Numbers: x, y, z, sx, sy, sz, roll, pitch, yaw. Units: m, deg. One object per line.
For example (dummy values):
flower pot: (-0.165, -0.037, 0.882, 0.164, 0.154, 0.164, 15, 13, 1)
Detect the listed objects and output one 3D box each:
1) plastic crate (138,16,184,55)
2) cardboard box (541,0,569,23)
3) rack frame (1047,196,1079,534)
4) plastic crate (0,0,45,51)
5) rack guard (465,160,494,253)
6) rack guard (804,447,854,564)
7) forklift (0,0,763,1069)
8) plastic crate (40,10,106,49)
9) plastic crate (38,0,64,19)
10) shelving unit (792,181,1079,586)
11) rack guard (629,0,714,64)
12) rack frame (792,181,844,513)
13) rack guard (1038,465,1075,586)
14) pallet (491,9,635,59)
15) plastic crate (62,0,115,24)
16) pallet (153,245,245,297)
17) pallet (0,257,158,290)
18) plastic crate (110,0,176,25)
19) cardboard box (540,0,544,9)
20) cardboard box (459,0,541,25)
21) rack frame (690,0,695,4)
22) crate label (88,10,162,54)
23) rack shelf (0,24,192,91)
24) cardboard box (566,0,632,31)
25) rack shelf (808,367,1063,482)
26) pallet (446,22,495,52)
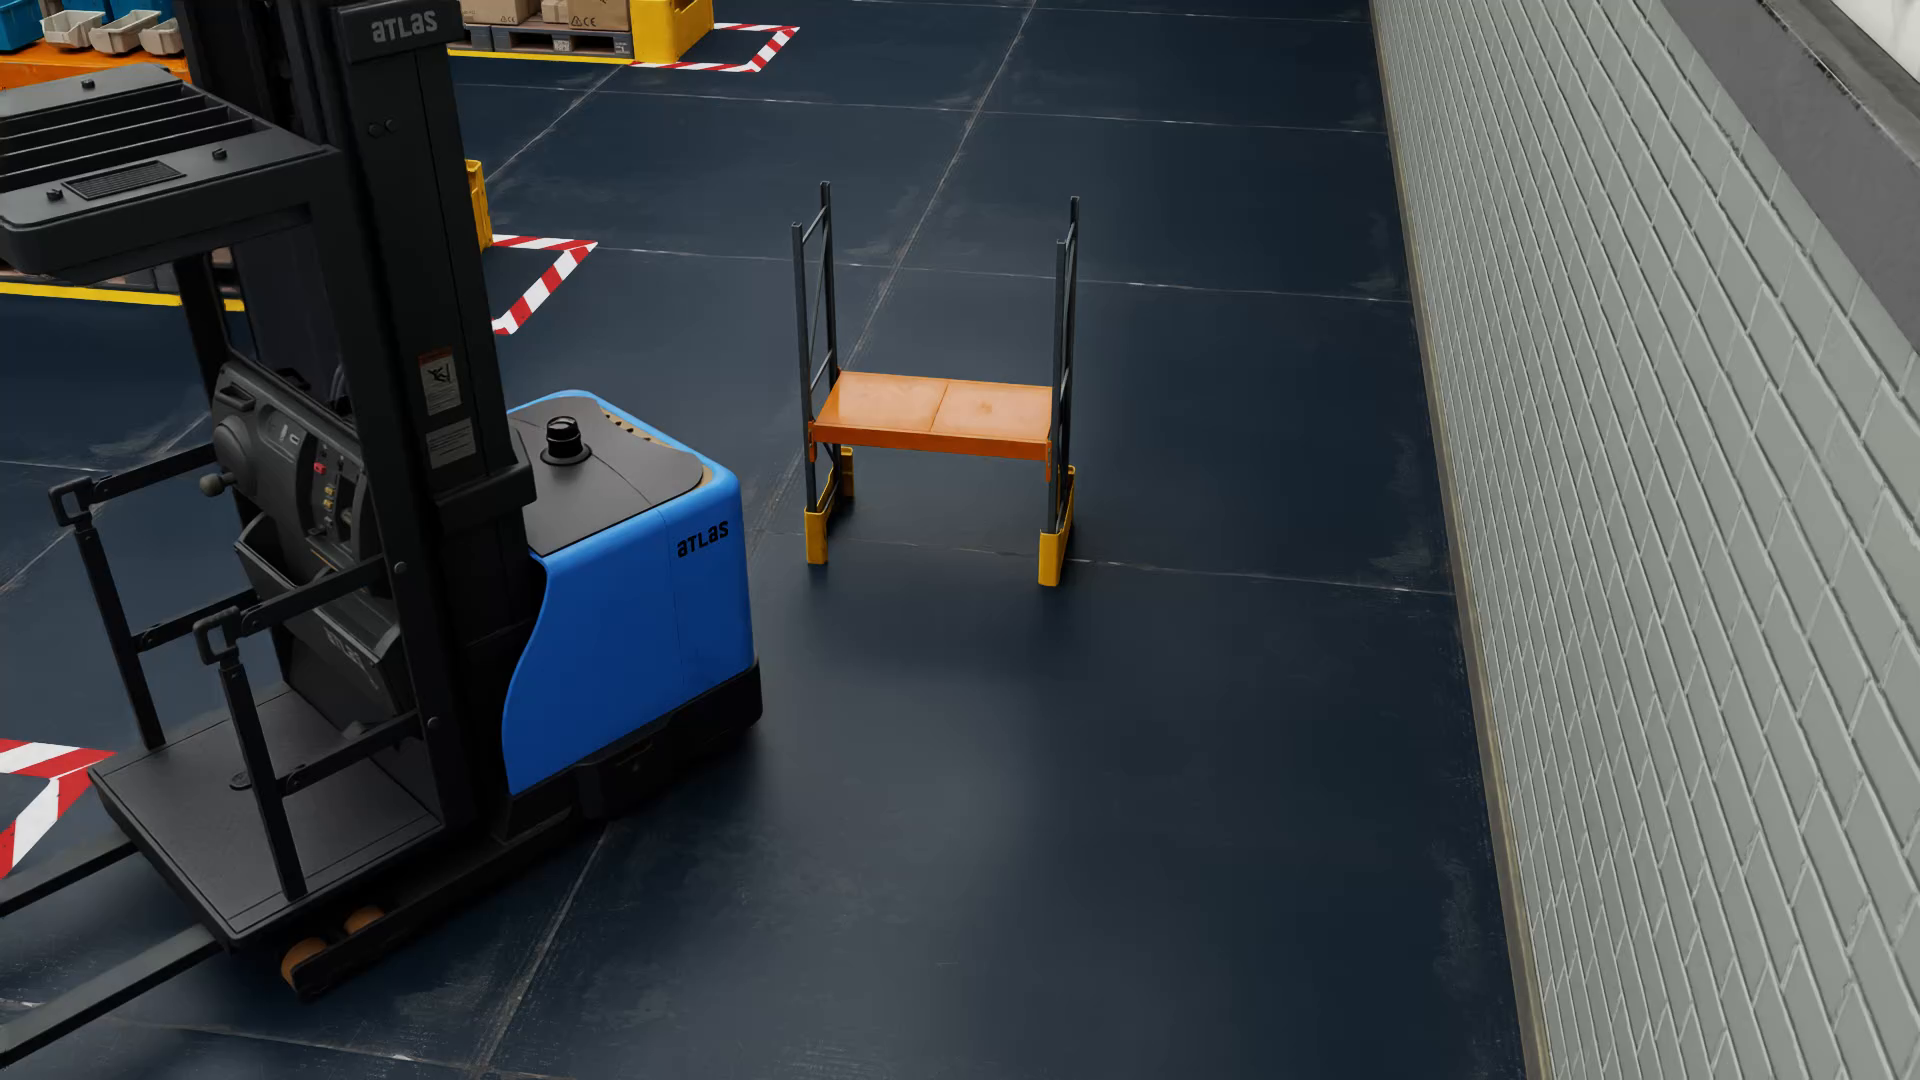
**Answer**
plastic crate: (-4.247, -2.739, 8.991, 0.243, 0.136, 0.396, 5, 32, 8)
cardboard box: (-3.254, -4.393, 13.697, 0.250, 0.166, 0.380, 5, 32, 8)
rack frame: (0.417, -0.598, 6.792, 0.032, 1.500, 0.500, 5, 32, 8)
plastic crate: (-5.197, -2.818, 9.026, 0.300, 0.233, 0.416, 5, 32, 8)
rack guard: (-3.104, -1.759, 9.589, 0.348, 0.500, 1.175, 5, 32, 8)
rack guard: (-0.566, -0.157, 7.266, 0.087, 0.250, 0.587, 5, 32, 8)
forklift: (-2.120, -0.175, 4.768, 1.130, 2.935, 3.031, 28, 41, 37)
plastic crate: (-4.821, -2.768, 9.037, 0.250, 0.136, 0.298, 5, 32, 8)
plastic crate: (-5.305, -3.087, 9.546, 0.466, 0.136, 0.293, 5, 32, 8)
shelving unit: (-0.075, -0.643, 6.863, 1.083, 1.500, 0.587, 5, 32, 8)
rack guard: (-2.367, -4.352, 13.731, 0.348, 0.500, 1.175, 5, 32, 8)
rack frame: (-0.585, -0.689, 6.937, 0.032, 1.500, 0.500, 5, 32, 8)
rack guard: (0.416, -0.068, 7.124, 0.087, 0.250, 0.587, 5, 32, 8)
pallet: (-3.153, -4.300, 13.921, 1.213, 0.211, 1.003, 5, 32, 8)
plastic crate: (-4.911, -3.107, 9.488, 0.300, 0.233, 0.416, 5, 32, 8)
pallet: (-3.936, -1.726, 9.809, 1.213, 0.211, 1.003, 5, 32, 8)
pallet: (-5.135, -1.836, 9.984, 1.213, 0.211, 1.003, 5, 32, 8)
plastic crate: (-4.615, -3.080, 9.445, 0.300, 0.233, 0.416, 5, 32, 8)
cardboard box: (-3.274, -4.667, 14.056, 0.500, 0.250, 0.500, 5, 32, 8)
cardboard box: (-3.801, -4.446, 13.702, 0.500, 0.250, 0.500, 5, 32, 8)
rack frame: (-2.292, -5.404, 13.057, 0.127, 3.000, 1.000, 5, 32, 8)
crate label: (-4.526, -2.751, 9.010, 0.243, 0.136, 0.396, 5, 32, 8)
rack shelf: (-5.101, -2.688, 9.395, 4.000, 0.370, 1.077, 5, 32, 8)
cardboard box: (-2.870, -4.451, 13.475, 0.500, 0.500, 0.500, 5, 32, 8)
rack shelf: (-0.084, -0.491, 6.960, 1.000, 0.185, 0.538, 5, 32, 8)
pallet: (-4.352, -4.410, 14.097, 1.213, 0.211, 1.003, 5, 32, 8)
